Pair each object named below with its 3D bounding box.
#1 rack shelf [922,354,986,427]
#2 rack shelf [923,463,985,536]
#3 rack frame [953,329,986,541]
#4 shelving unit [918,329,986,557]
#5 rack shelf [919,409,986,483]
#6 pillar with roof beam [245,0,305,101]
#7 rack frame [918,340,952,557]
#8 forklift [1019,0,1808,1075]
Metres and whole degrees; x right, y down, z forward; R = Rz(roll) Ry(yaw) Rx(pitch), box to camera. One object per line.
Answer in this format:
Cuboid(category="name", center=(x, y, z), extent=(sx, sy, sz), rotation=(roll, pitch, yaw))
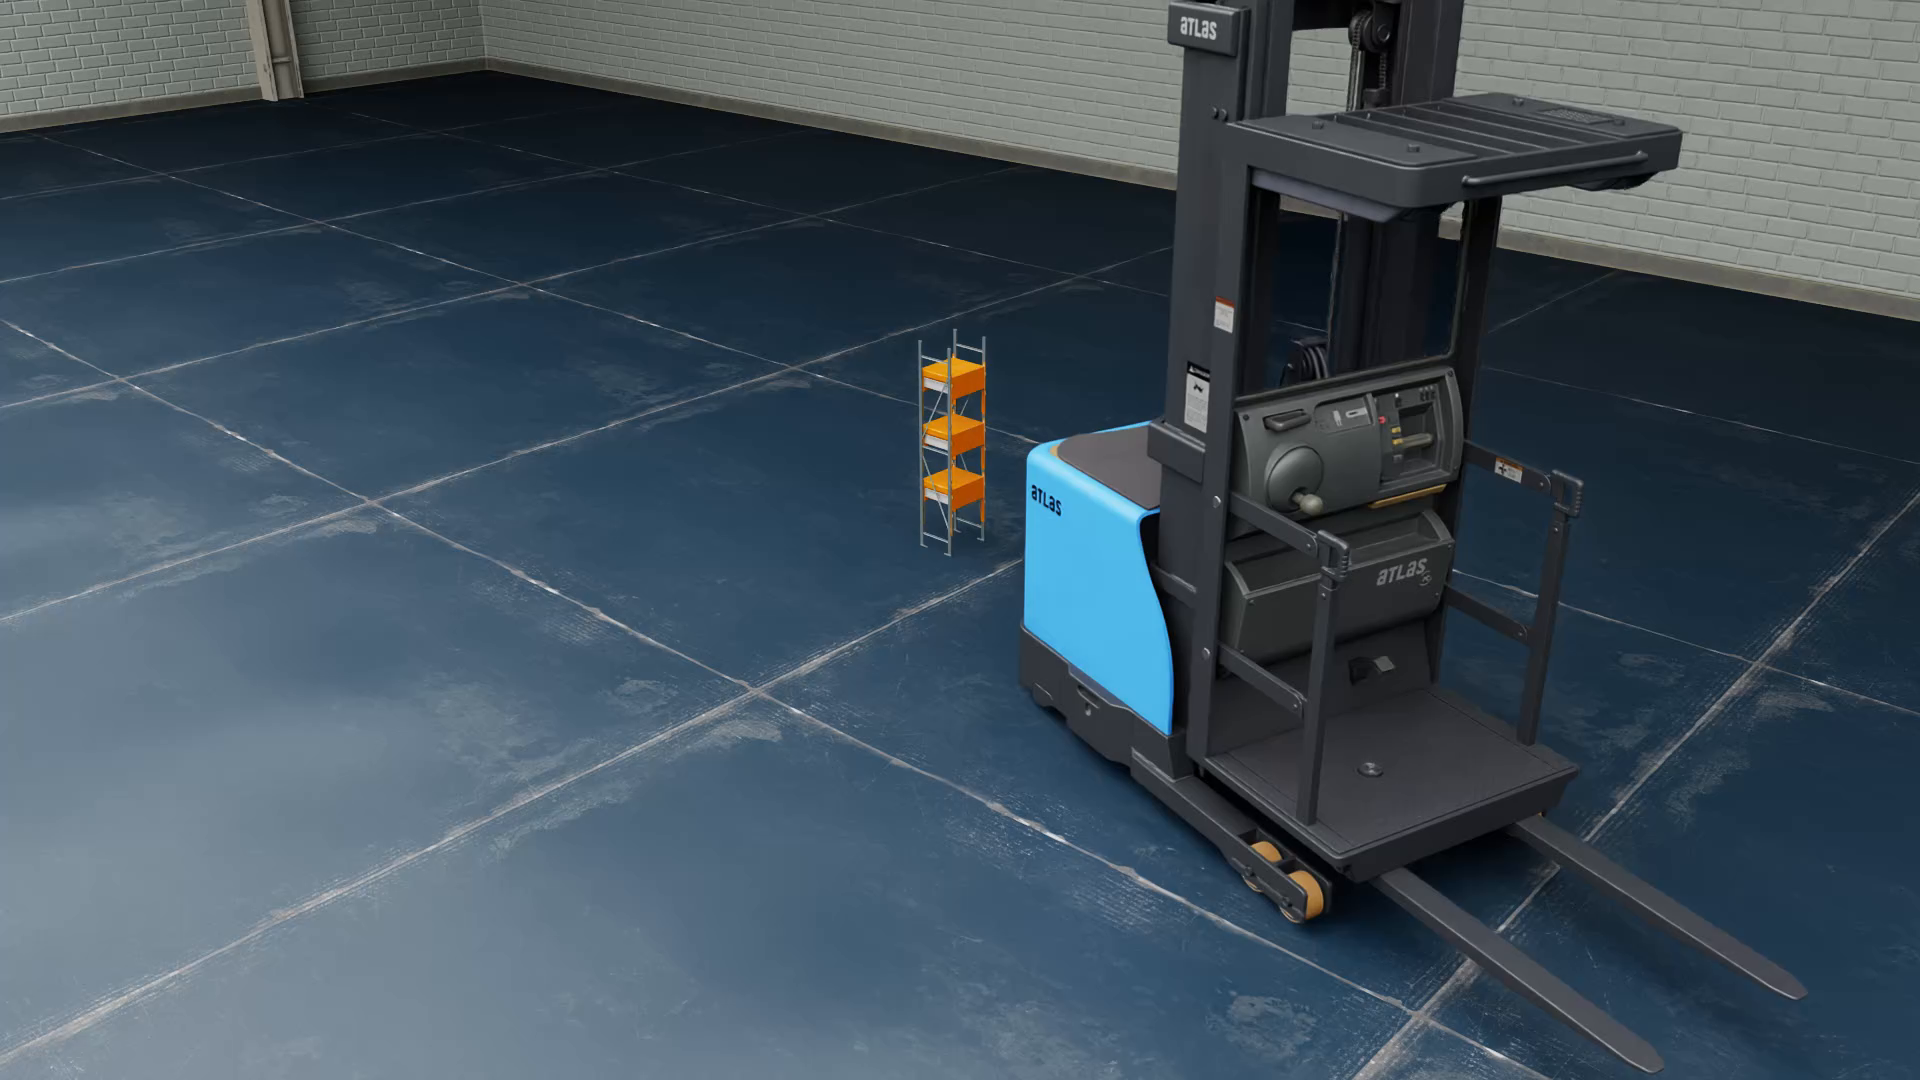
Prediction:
Cuboid(category="rack shelf", center=(-0.036, -0.712, 7.887), extent=(0.215, 0.259, 0.240), rotation=(20, 31, 38))
Cuboid(category="rack shelf", center=(-0.036, -0.199, 8.117), extent=(0.215, 0.259, 0.240), rotation=(20, 31, 38))
Cuboid(category="rack frame", center=(0.046, -0.500, 8.082), extent=(0.200, 1.050, 0.008), rotation=(20, 31, 38))
Cuboid(category="shelving unit", center=(-0.036, -0.463, 7.999), extent=(0.215, 1.050, 0.252), rotation=(20, 31, 38))
Cuboid(category="rack shelf", center=(-0.036, -0.453, 8.003), extent=(0.215, 0.259, 0.240), rotation=(20, 31, 38))
Cuboid(category="pillar with roof beam", center=(-5.043, -8.320, 15.807), extent=(9.100, 9.000, 0.400), rotation=(20, 31, 38))
Cuboid(category="rack frame", center=(-0.117, -0.426, 7.916), extent=(0.200, 1.050, 0.008), rotation=(20, 31, 38))
Cuboid(category="forklift", center=(1.409, -0.298, 5.332), extent=(1.130, 2.935, 3.031), rotation=(-13, 27, -27))
